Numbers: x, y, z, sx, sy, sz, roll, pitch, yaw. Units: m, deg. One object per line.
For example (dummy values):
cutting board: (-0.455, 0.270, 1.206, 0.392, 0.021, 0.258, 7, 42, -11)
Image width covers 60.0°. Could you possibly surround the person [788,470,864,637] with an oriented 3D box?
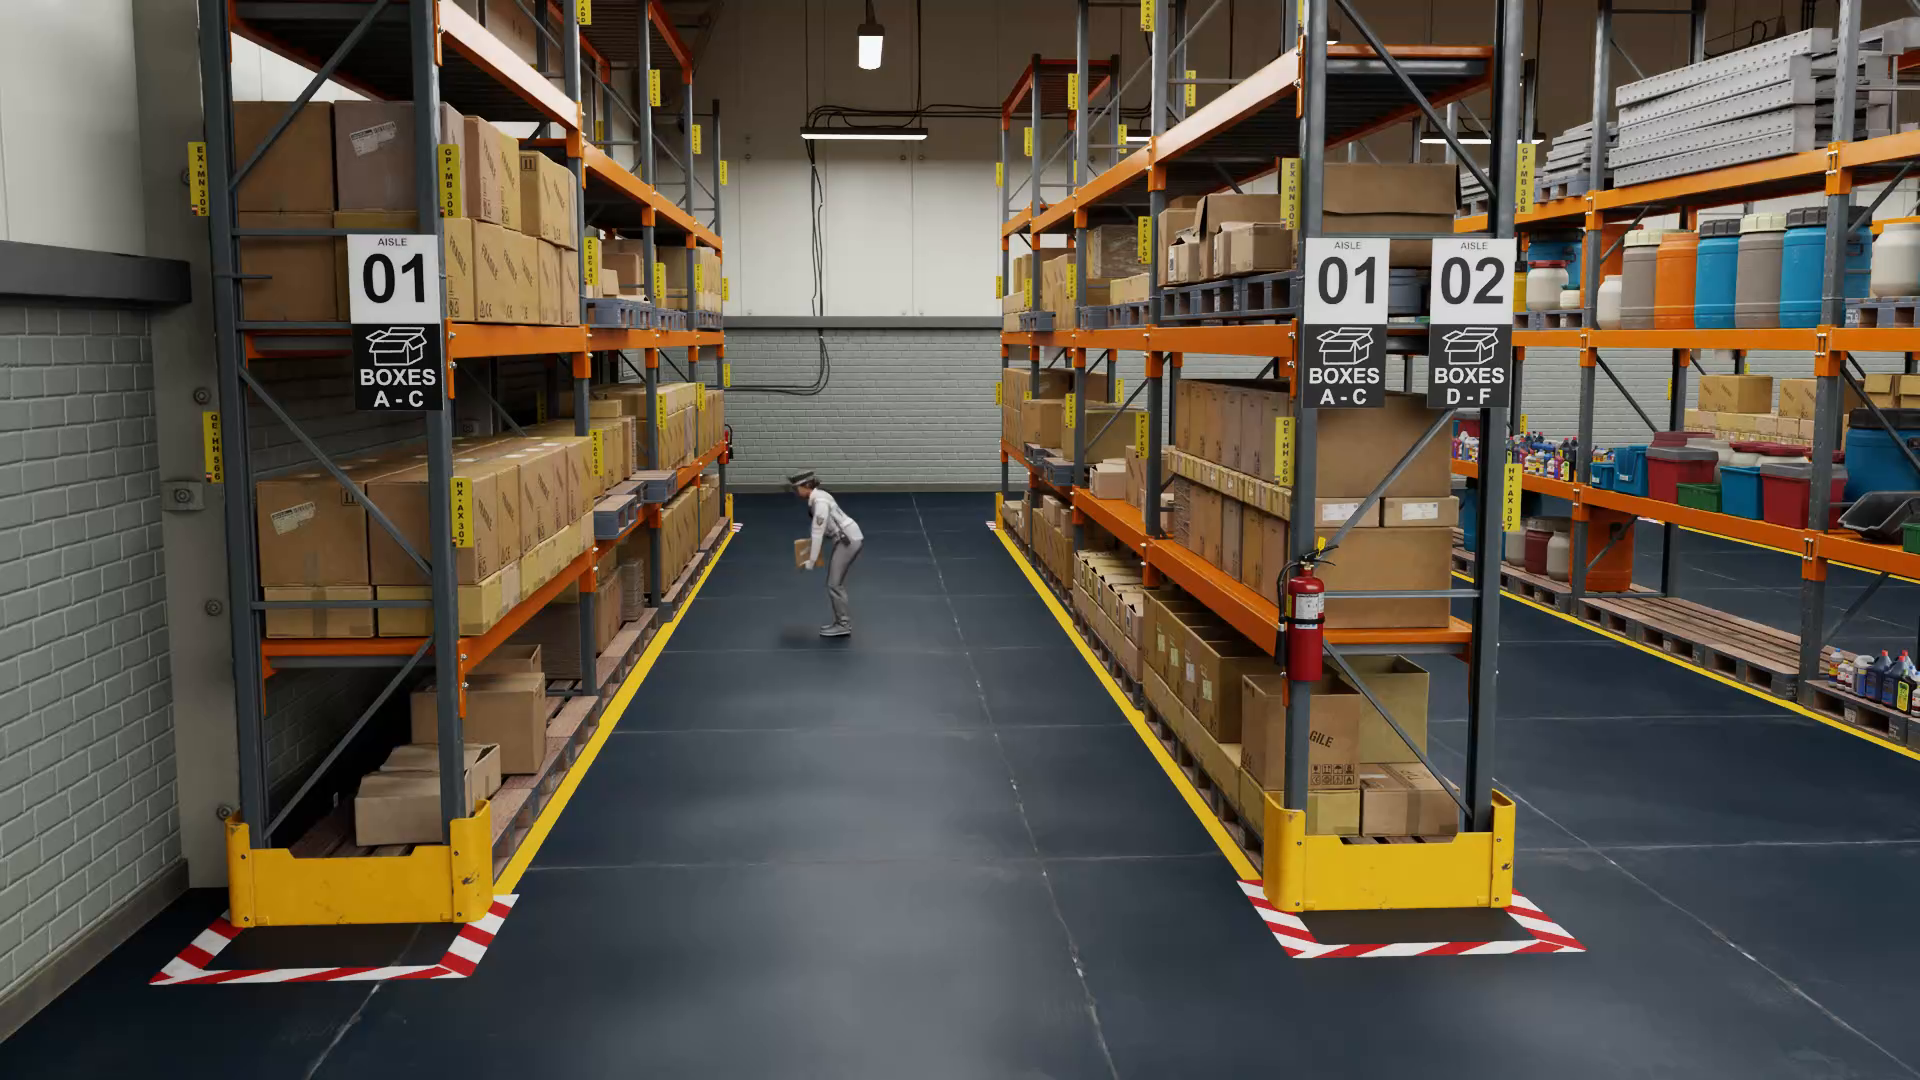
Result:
person: (-1.235, 0.119, 15.358, 0.690, 1.532, 0.406, -1, 7, -5)
